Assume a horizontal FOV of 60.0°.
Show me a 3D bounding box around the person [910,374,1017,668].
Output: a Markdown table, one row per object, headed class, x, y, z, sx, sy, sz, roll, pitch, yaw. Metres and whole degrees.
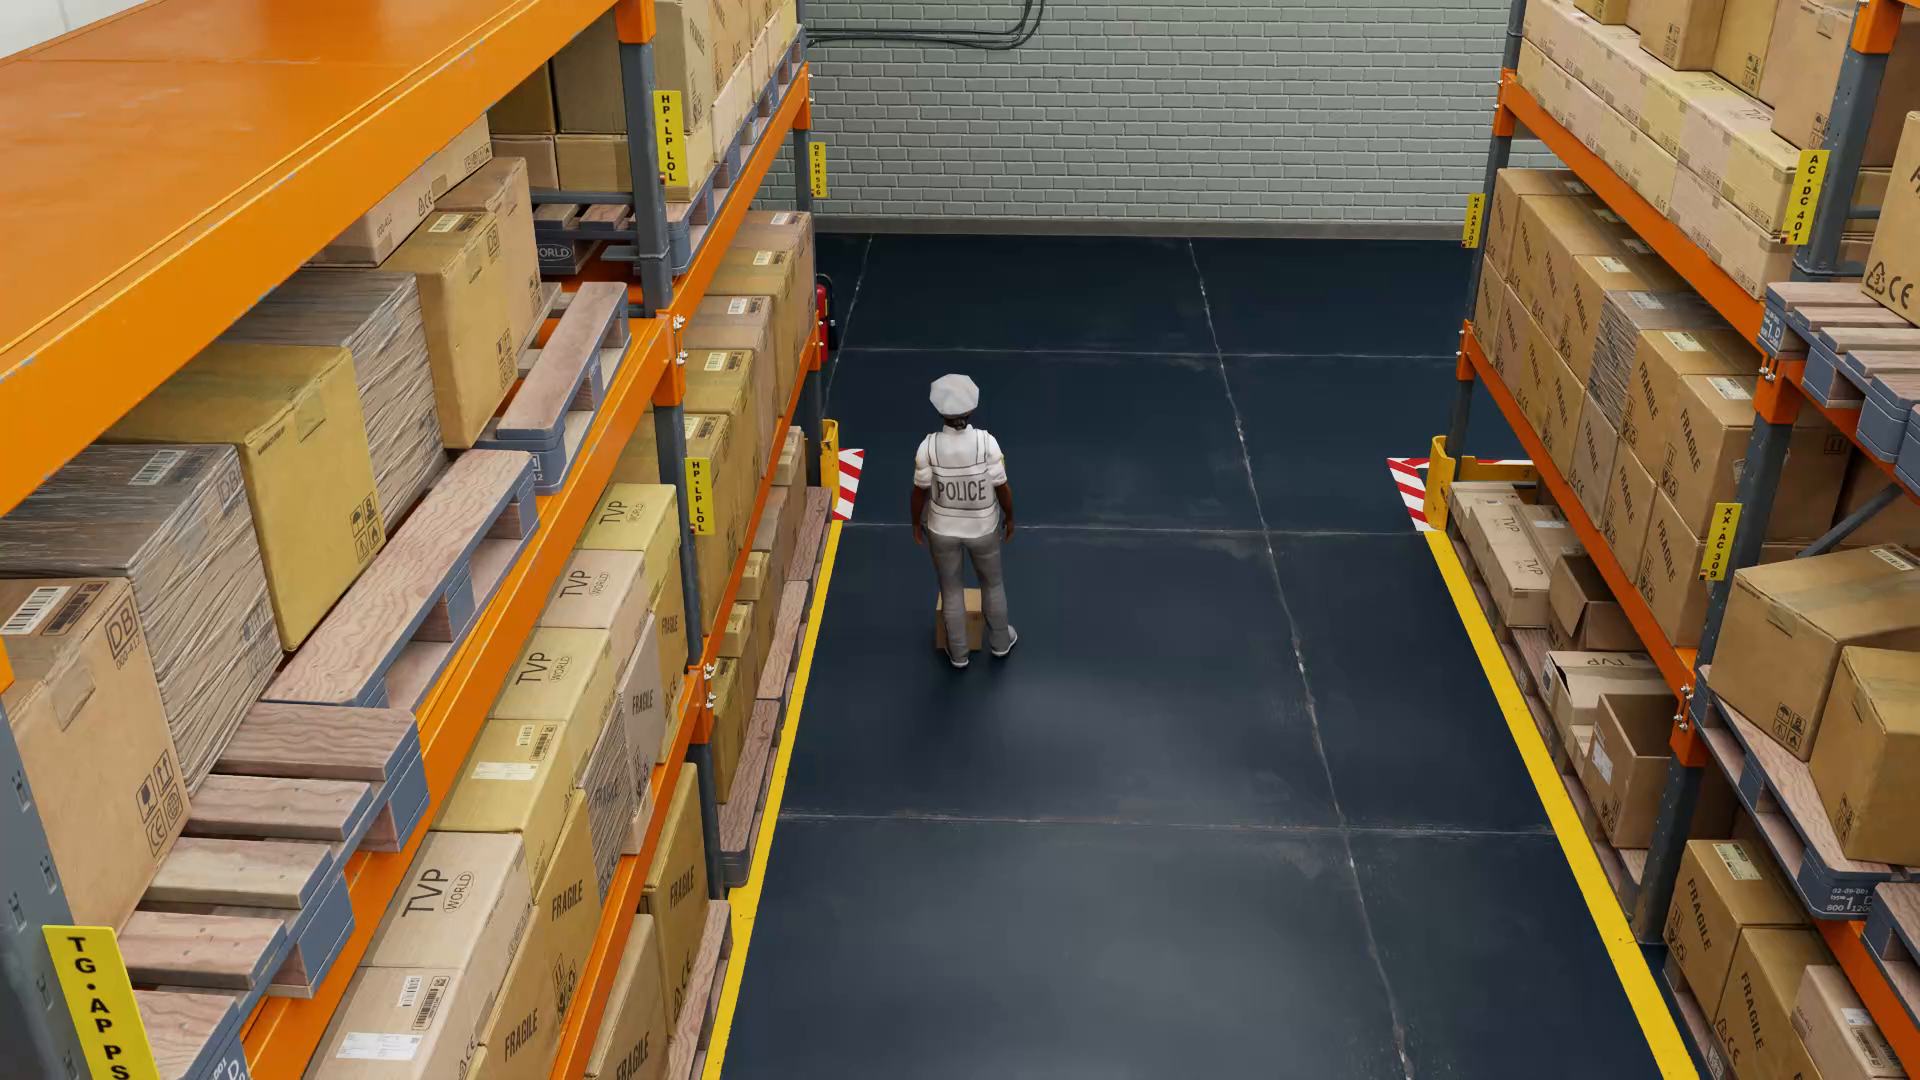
| class | x | y | z | sx | sy | sz | roll | pitch | yaw |
| --- | --- | --- | --- | --- | --- | --- | --- | --- | --- |
| person | 0.030 | -0.107 | 8.768 | 0.570 | 1.697 | 0.528 | 1 | 28 | 1 |
